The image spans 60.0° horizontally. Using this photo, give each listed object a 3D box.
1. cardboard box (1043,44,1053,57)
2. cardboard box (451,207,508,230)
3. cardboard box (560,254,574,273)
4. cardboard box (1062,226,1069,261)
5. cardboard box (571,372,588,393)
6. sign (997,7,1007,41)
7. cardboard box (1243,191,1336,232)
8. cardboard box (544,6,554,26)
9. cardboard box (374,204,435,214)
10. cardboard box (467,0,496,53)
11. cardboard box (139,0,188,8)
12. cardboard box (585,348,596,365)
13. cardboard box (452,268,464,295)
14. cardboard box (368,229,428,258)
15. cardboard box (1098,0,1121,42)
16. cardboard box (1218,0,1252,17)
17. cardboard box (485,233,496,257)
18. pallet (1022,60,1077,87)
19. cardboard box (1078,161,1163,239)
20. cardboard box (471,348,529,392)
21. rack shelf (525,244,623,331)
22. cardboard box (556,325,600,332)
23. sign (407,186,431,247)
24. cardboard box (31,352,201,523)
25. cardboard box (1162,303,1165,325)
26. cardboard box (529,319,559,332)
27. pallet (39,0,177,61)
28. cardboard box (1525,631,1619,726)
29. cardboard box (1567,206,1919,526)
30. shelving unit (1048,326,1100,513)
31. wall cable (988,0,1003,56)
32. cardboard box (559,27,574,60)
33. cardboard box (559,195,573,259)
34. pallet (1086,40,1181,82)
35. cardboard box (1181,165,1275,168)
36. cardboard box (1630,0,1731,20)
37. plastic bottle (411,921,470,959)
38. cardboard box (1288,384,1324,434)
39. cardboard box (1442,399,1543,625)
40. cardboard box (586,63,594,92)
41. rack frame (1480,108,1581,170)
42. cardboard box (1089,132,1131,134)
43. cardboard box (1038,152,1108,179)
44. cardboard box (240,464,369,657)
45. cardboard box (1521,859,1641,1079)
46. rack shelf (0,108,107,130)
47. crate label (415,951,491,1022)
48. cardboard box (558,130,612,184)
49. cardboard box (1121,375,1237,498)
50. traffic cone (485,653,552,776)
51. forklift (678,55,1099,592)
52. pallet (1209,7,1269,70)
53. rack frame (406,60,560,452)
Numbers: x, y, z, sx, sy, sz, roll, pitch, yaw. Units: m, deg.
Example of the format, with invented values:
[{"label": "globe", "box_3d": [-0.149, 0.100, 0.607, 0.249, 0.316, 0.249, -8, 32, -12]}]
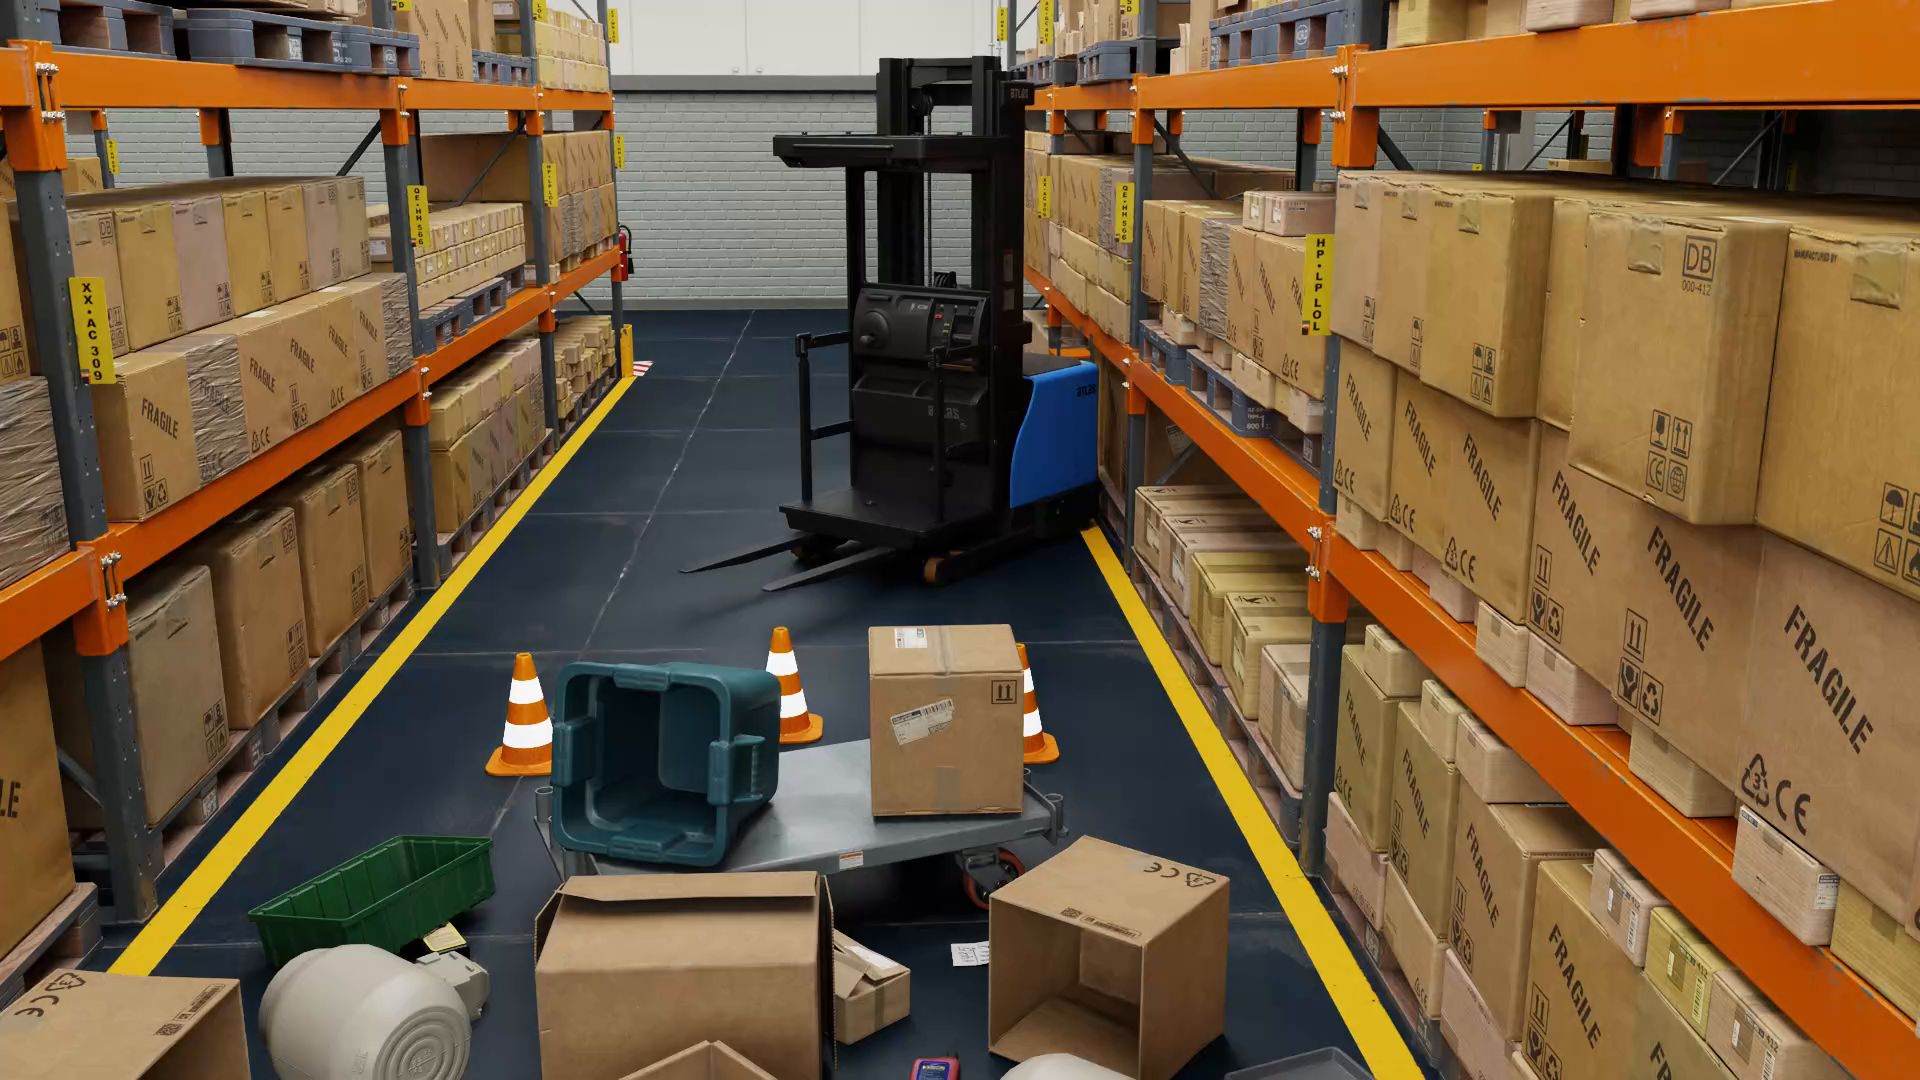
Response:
[{"label": "cardboard box", "box_3d": [0.864, -4.059, 13.488, 0.396, 0.266, 0.258, 0, 14, -2]}, {"label": "cardboard box", "box_3d": [-3.460, -2.306, 11.936, 0.380, 0.149, 0.250, -1, 14, -5]}, {"label": "cardboard box", "box_3d": [-3.522, -2.378, 14.253, 0.380, 0.149, 0.250, -1, 14, -2]}, {"label": "cardboard box", "box_3d": [1.030, -2.192, 12.324, 0.500, 0.250, 0.500, -1, 14, -3]}, {"label": "cardboard box", "box_3d": [-3.534, -1.404, 14.843, 0.380, 0.149, 0.250, -1, 14, -5]}, {"label": "sign", "box_3d": [0.421, -5.168, 16.658, 0.100, 0.325, 0.005, -1, 14, -3]}, {"label": "cardboard box", "box_3d": [1.369, -1.336, 6.758, 0.380, 0.149, 0.250, -2, 15, -6]}, {"label": "cardboard box", "box_3d": [-3.513, -4.250, 13.504, 0.380, 0.149, 0.250, -1, 14, -5]}, {"label": "cardboard box", "box_3d": [-4.146, -2.429, 12.414, 0.380, 0.149, 0.250, 0, 14, -1]}, {"label": "cardboard box", "box_3d": [-3.797, -3.773, 12.106, 0.700, 0.500, 0.500, -1, 14, -3]}, {"label": "cardboard box", "box_3d": [-3.575, -2.395, 6.930, 0.500, 0.311, 0.500, -1, 14, -4]}, {"label": "cardboard box", "box_3d": [-3.565, -1.677, 15.306, 0.380, 0.149, 0.250, 0, 14, -1]}, {"label": "cardboard box", "box_3d": [-3.360, -1.632, 10.513, 0.380, 0.149, 0.250, 0, 14, -2]}, {"label": "cardboard box", "box_3d": [-3.318, -1.724, 9.674, 0.380, 0.149, 0.250, -1, 14, -5]}, {"label": "cardboard box", "box_3d": [1.220, -3.219, 9.953, 0.700, 0.500, 0.500, -2, 15, -6]}, {"label": "cardboard box", "box_3d": [1.594, -2.395, 7.586, 0.797, 0.503, 0.637, -1, 14, -3]}, {"label": "cardboard box", "box_3d": [-3.423, -2.034, 11.476, 0.380, 0.149, 0.250, -2, 15, -6]}, {"label": "pallet", "box_3d": [1.111, -4.182, 14.917, 1.003, 0.211, 1.213, -1, 14, -3]}, {"label": "cardboard box", "box_3d": [1.090, -2.305, 11.258, 0.500, 0.500, 0.500, -1, 14, -4]}, {"label": "cardboard box", "box_3d": [-3.394, -1.211, 11.881, 0.500, 0.250, 0.500, 0, 14, -1]}, {"label": "rack shelf", "box_3d": [-3.835, -2.313, 14.940, 1.077, 0.370, 4.000, -1, 14, -3]}, {"label": "cardboard box", "box_3d": [-3.619, -1.951, 15.773, 0.380, 0.149, 0.250, -1, 15, -6]}, {"label": "sign", "box_3d": [-2.909, -1.739, 8.943, 0.100, 0.325, 0.005, -1, 14, -3]}, {"label": "cardboard box", "box_3d": [-2.979, -0.358, 5.697, 0.500, 0.500, 0.500, -1, 14, -3]}, {"label": "cardboard box", "box_3d": [1.290, -1.198, 8.824, 0.380, 0.149, 0.250, -2, 15, -7]}, {"label": "cardboard box", "box_3d": [-4.128, -2.067, 16.226, 0.380, 0.149, 0.250, -1, 14, -2]}, {"label": "pallet", "box_3d": [-3.321, -1.762, 5.718, 0.805, 0.209, 1.217, -1, 15, -6]}, {"label": "cardboard box", "box_3d": [1.532, 0.309, 3.808, 0.380, 0.149, 0.250, -1, 14, -4]}, {"label": "cardboard box", "box_3d": [1.559, -0.333, 2.996, 0.700, 0.500, 0.500, -1, 14, -4]}, {"label": "shelving unit", "box_3d": [0.767, -0.815, 11.241, 0.258, 1.200, 0.503, -4, 14, -3]}, {"label": "wall cable", "box_3d": [0.342, -7.576, 21.912, 0.463, 3.000, 0.029, -1, 14, -3]}, {"label": "cardboard box", "box_3d": [-3.545, -4.159, 13.949, 0.500, 0.250, 0.500, -1, 14, -2]}, {"label": "cardboard box", "box_3d": [-3.528, -2.607, 13.840, 0.500, 0.500, 0.500, -1, 14, -3]}, {"label": "pallet", "box_3d": [1.378, -2.791, 9.715, 1.213, 0.211, 1.003, 0, 14, -1]}, {"label": "cardboard box", "box_3d": [1.644, -2.053, 10.279, 0.500, 0.500, 0.500, -1, 14, -3]}, {"label": "cardboard box", "box_3d": [1.526, -1.078, 3.180, 0.380, 0.149, 0.250, -1, 14, -4]}, {"label": "plastic bottle", "box_3d": [-1.692, 1.294, 5.374, 0.133, 0.061, 0.283, -9, 17, -32]}, {"label": "cardboard box", "box_3d": [1.412, -0.481, 6.039, 0.380, 0.149, 0.250, -1, 14, -3]}, {"label": "cardboard box", "box_3d": [1.541, -0.105, 4.118, 0.500, 0.500, 0.500, -1, 14, -4]}, {"label": "cardboard box", "box_3d": [-3.610, -4.180, 15.032, 0.500, 0.250, 0.500, 0, 14, -1]}, {"label": "rack frame", "box_3d": [5.929, -3.338, 17.480, 1.000, 3.000, 0.127, -1, 14, -3]}, {"label": "cardboard box", "box_3d": [1.334, -3.512, 14.647, 0.380, 0.149, 0.250, -1, 14, -4]}, {"label": "cardboard box", "box_3d": [0.919, -2.911, 13.615, 0.500, 0.500, 0.500, -1, 14, -4]}, {"label": "cardboard box", "box_3d": [-3.458, 0.087, 7.840, 1.050, 0.750, 0.750, -1, 14, -3]}, {"label": "cardboard box", "box_3d": [1.597, 1.033, 3.661, 0.500, 0.500, 0.500, -1, 14, -5]}, {"label": "rack shelf", "box_3d": [-8.791, -3.714, 14.367, 1.077, 0.370, 4.000, -1, 14, -3]}, {"label": "crate label", "box_3d": [-1.575, 1.353, 4.991, 0.298, 0.136, 0.250, -13, 20, -42]}, {"label": "cardboard box", "box_3d": [-3.682, -3.726, 16.182, 0.500, 0.500, 0.500, -1, 14, -5]}, {"label": "cardboard box", "box_3d": [1.511, -0.618, 10.331, 0.875, 0.875, 0.875, -1, 14, -4]}, {"label": "traffic cone", "box_3d": [-1.791, 0.697, 6.888, 0.336, 0.463, 0.334, -1, 14, -3]}, {"label": "forklift", "box_3d": [-0.367, -1.294, 9.672, 1.130, 2.935, 3.031, 10, 18, 35]}, {"label": "pallet", "box_3d": [1.720, -2.051, 6.834, 1.213, 0.211, 1.003, -1, 14, -3]}, {"label": "rack frame", "box_3d": [-3.711, -2.164, 12.917, 1.000, 3.000, 0.127, -1, 14, -3]}]
